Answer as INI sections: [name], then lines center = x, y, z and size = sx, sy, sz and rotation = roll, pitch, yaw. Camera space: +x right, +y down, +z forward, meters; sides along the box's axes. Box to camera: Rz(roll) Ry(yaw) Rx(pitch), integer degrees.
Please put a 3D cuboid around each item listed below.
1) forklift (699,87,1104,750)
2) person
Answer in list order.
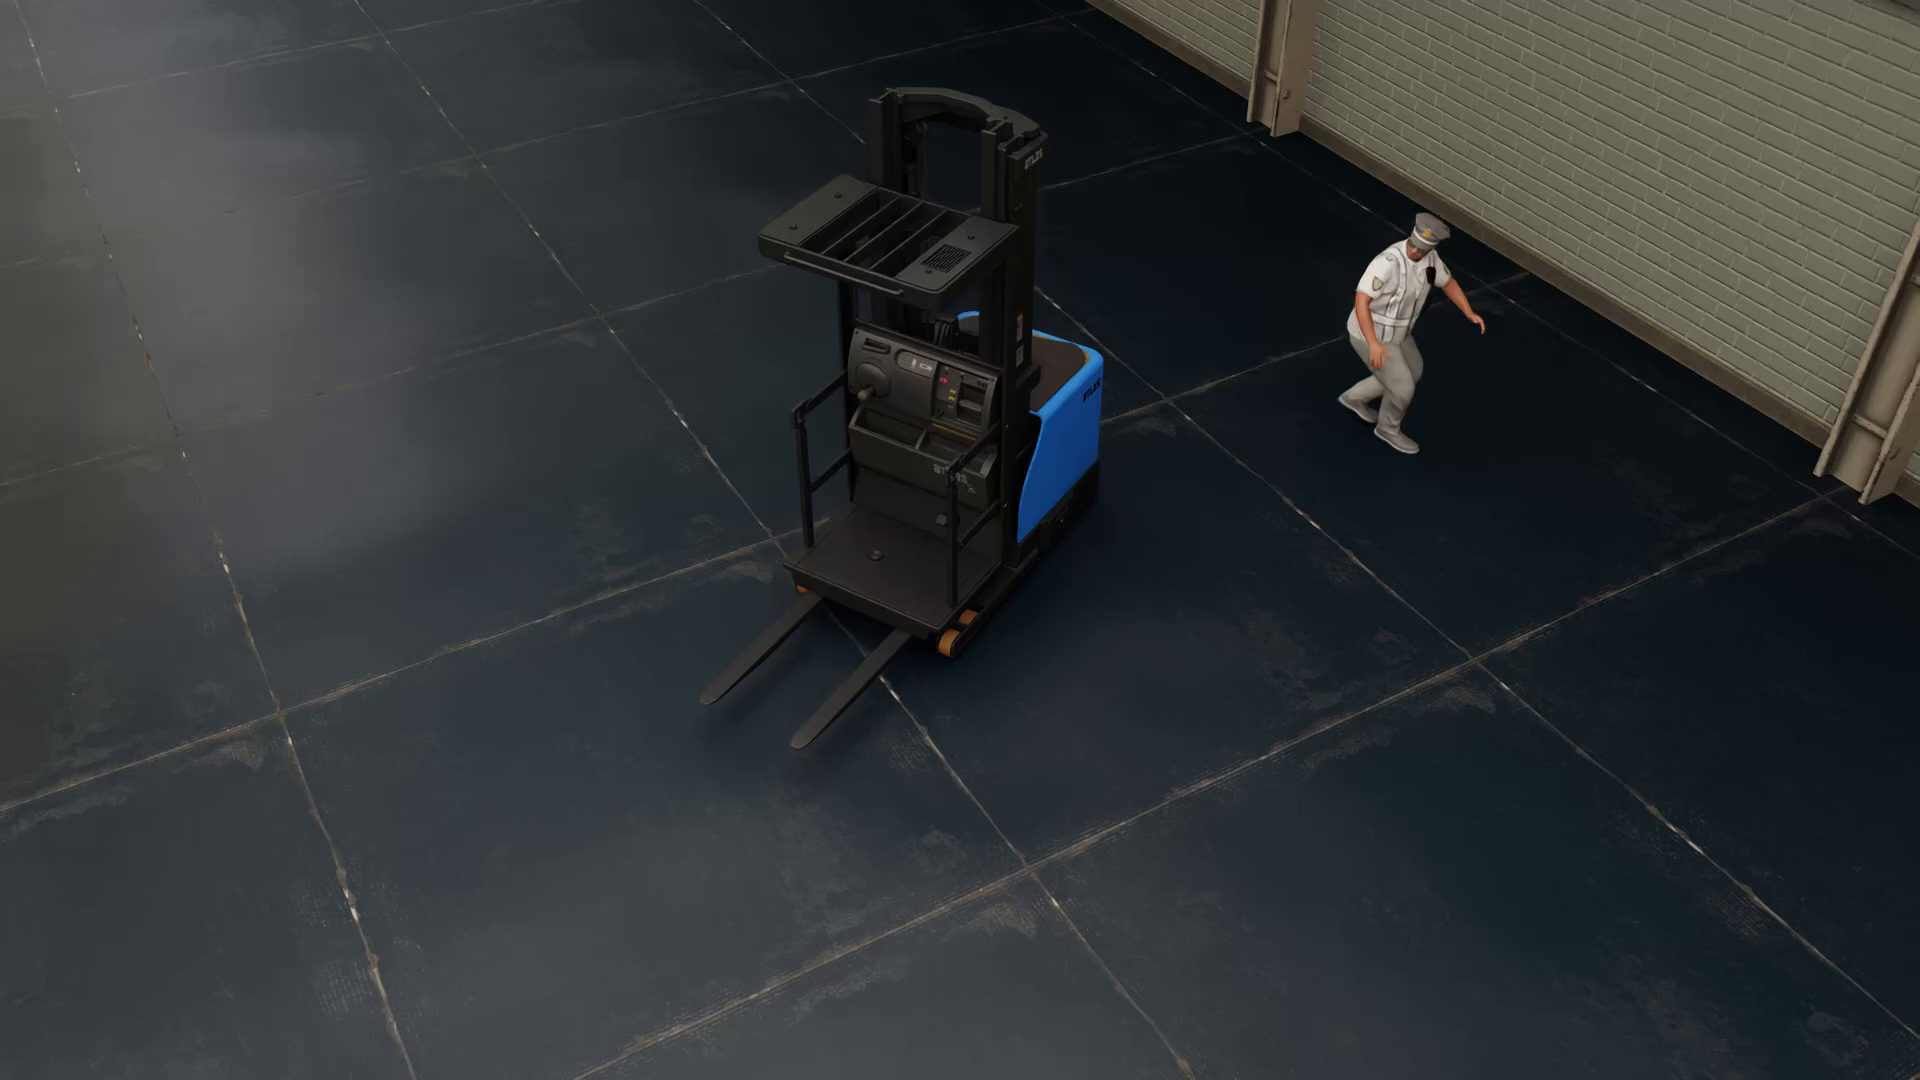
[forklift]
center = -0.323, -0.797, 8.997
size = 1.130, 2.935, 3.031
rotation = 22, 44, 24
[person]
center = 2.850, -1.288, 10.603
size = 0.829, 1.643, 0.862
rotation = 28, 47, 29
